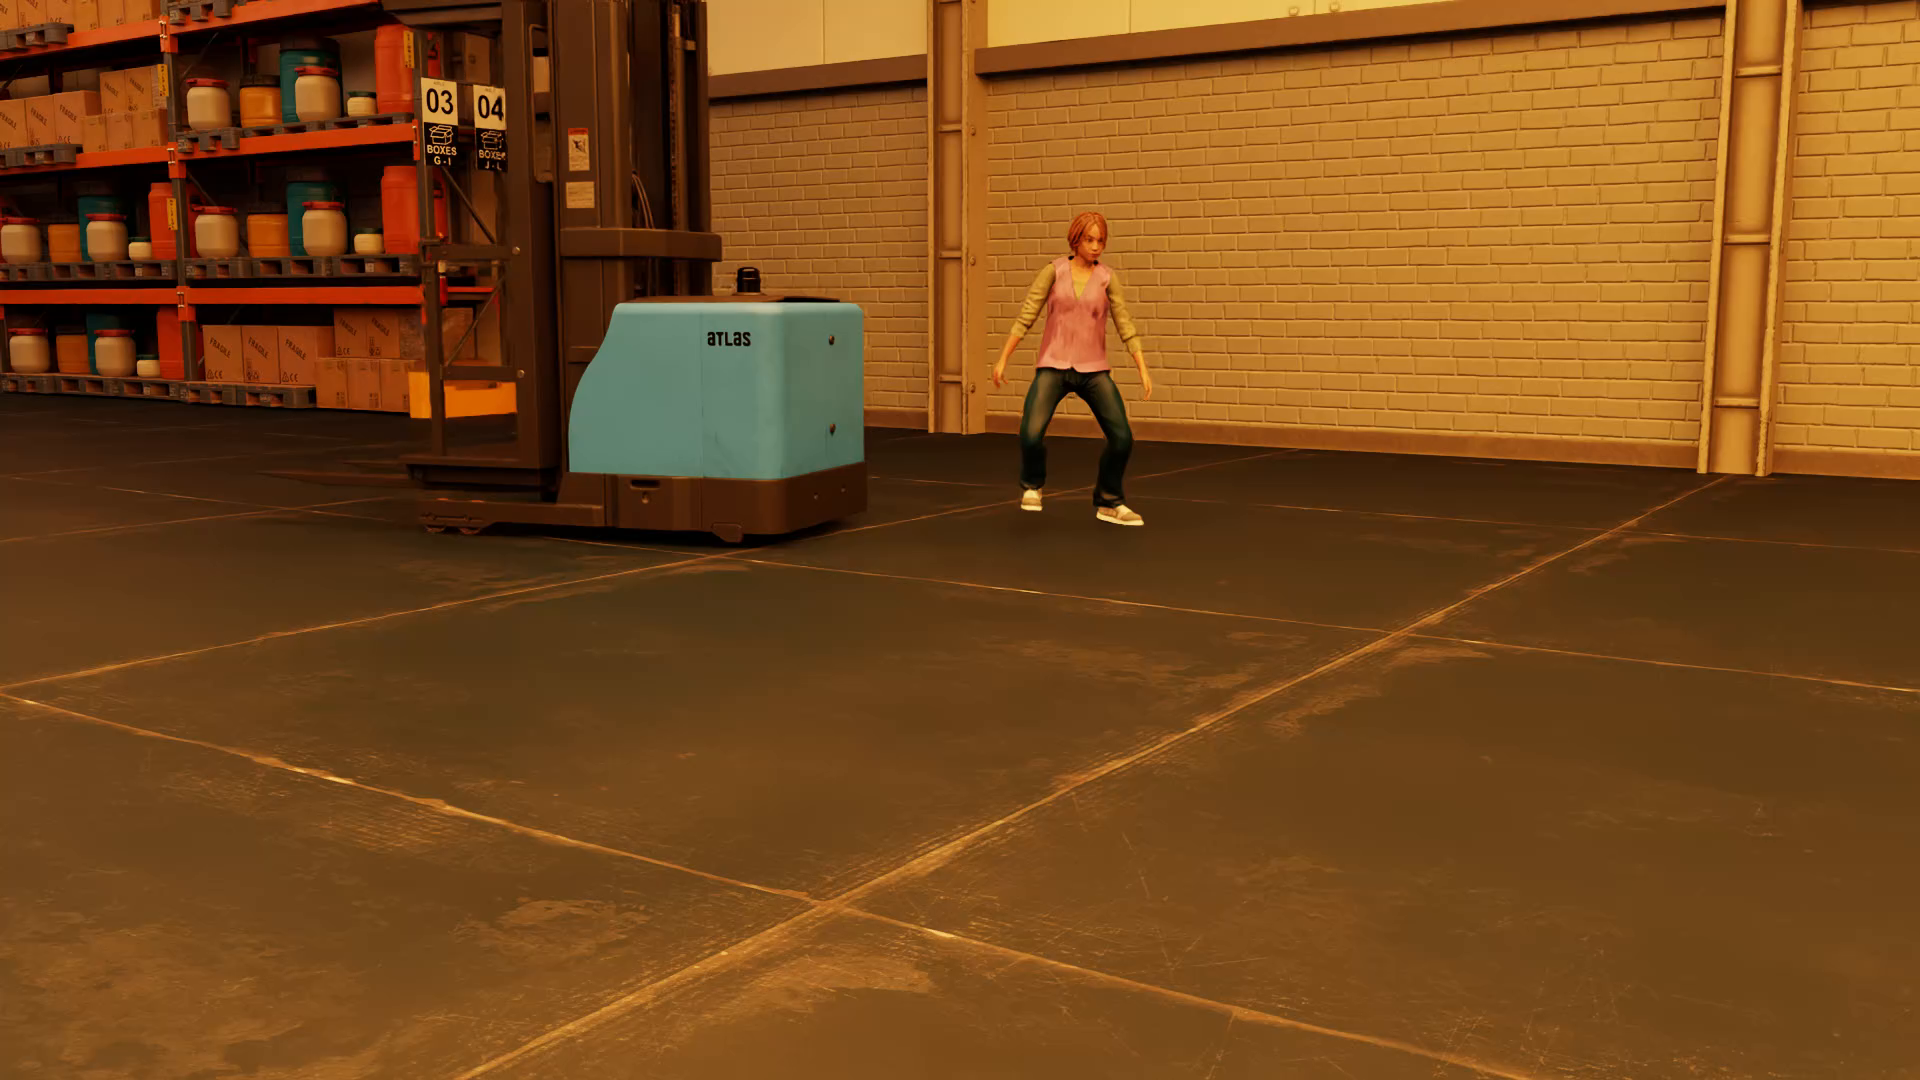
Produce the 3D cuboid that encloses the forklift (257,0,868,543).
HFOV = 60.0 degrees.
[{"bbox_3d":[-2.024,-1.541,8.029,3.031,2.935,1.130,3,9,20],"label":"forklift"}]

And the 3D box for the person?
[{"bbox_3d":[0.539,-0.809,7.985,0.762,1.515,0.452,0,8,3],"label":"person"}]
